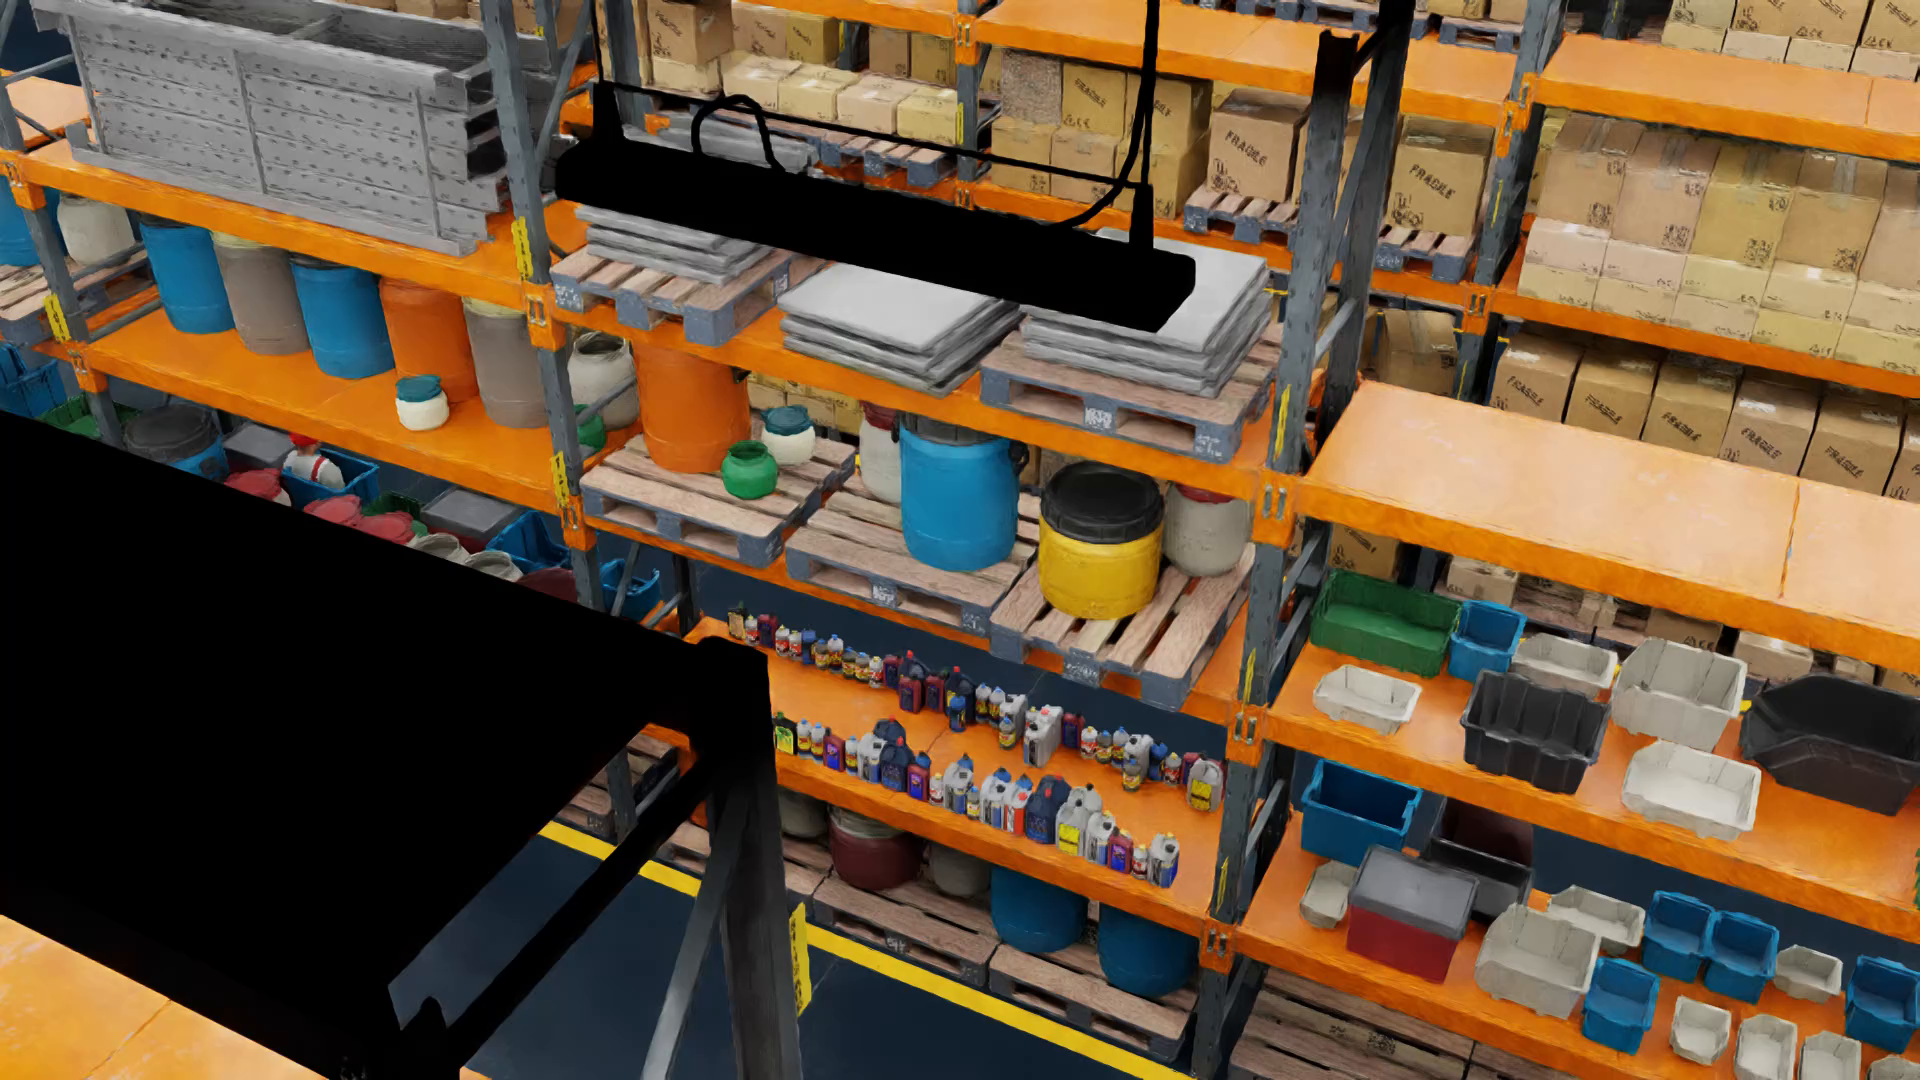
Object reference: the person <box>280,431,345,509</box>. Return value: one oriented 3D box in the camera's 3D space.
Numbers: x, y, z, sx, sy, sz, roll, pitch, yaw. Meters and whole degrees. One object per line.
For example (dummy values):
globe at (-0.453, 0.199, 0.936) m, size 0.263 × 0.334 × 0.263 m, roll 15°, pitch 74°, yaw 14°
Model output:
person at (-4.598, -0.111, 12.099) m, size 0.707 × 1.790 × 0.618 m, roll 8°, pitch 36°, yaw 12°

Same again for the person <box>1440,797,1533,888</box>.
person at (3.028, 1.924, 9.553) m, size 0.642 × 1.771 × 0.692 m, roll -27°, pitch 43°, yaw -33°
